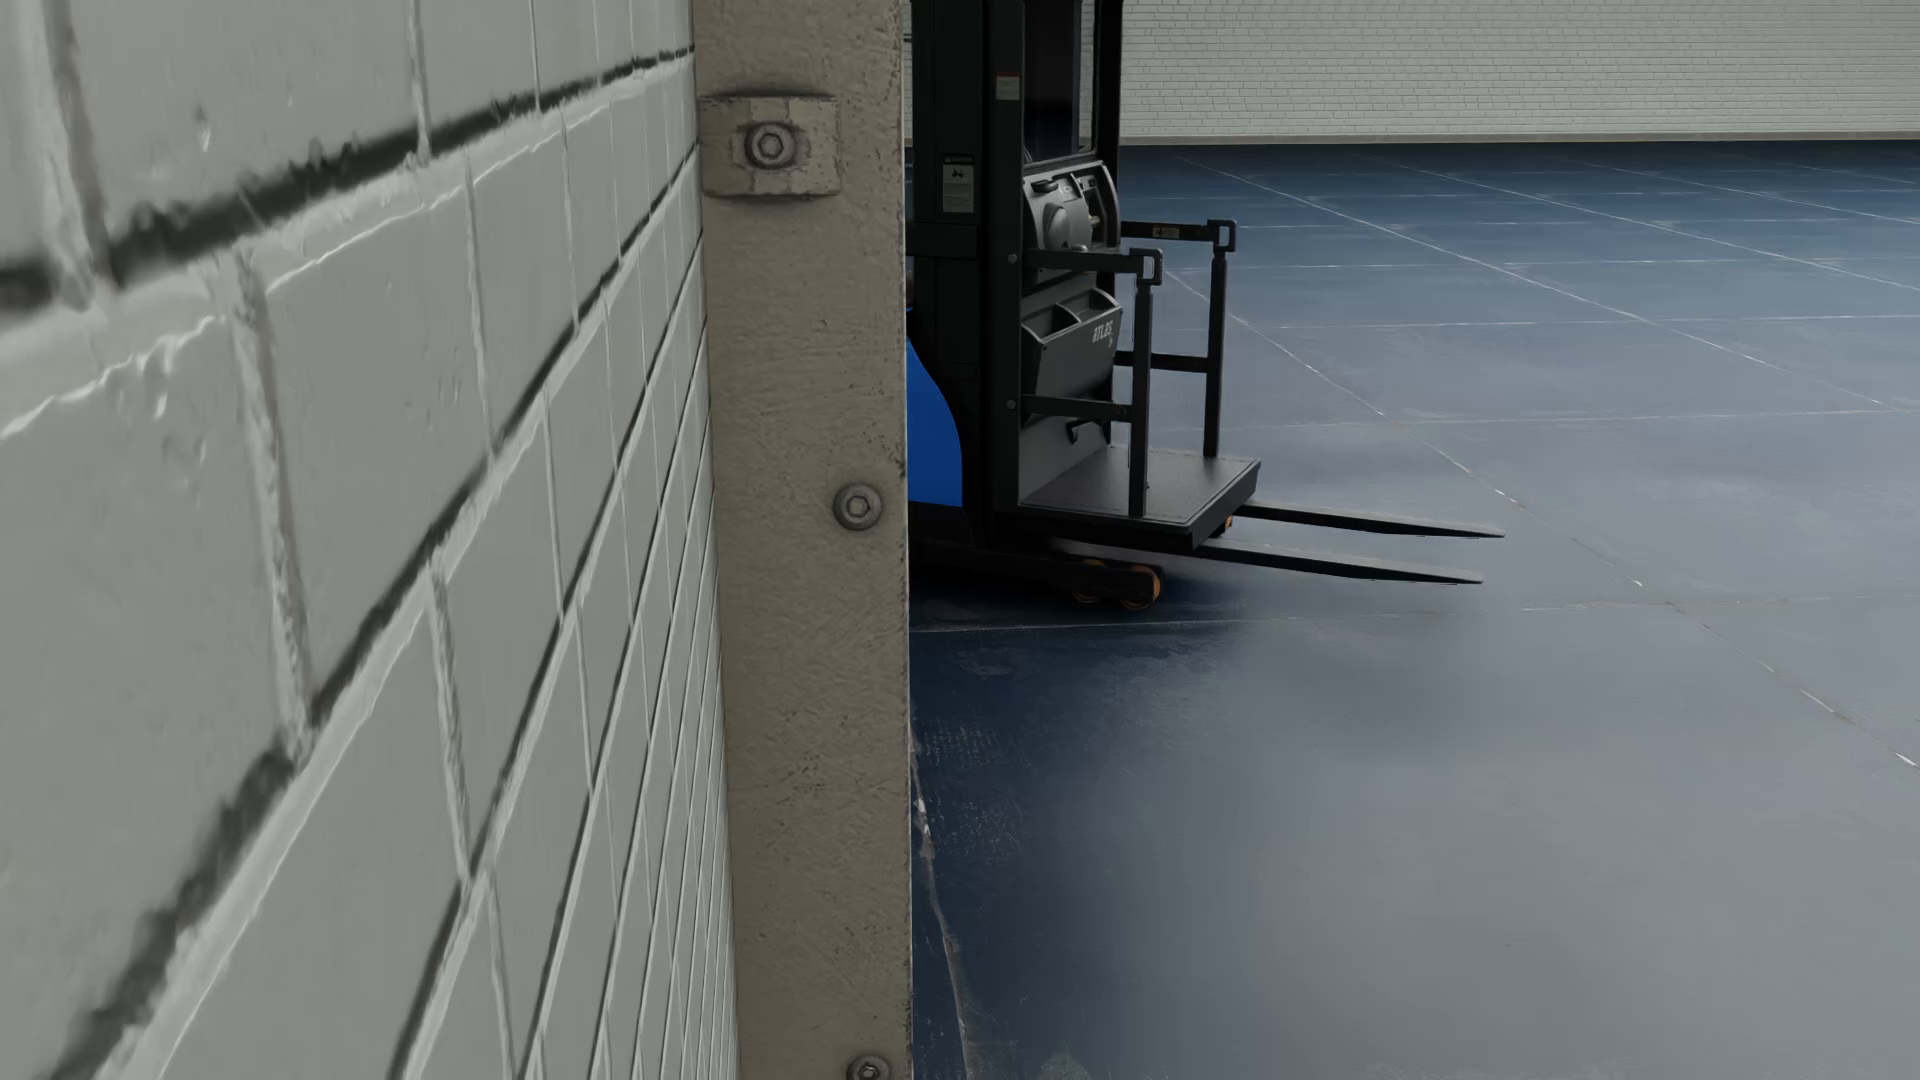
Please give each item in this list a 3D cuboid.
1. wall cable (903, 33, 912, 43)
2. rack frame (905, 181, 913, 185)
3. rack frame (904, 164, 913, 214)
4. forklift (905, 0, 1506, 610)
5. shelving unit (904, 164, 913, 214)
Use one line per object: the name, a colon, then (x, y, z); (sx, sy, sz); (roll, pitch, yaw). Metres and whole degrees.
wall cable: (-1.720, -9.638, 28.036); (3.097, 2.526, 0.112); (-2, 18, -6)
rack frame: (-0.318, -1.090, 8.145); (0.500, 1.500, 0.032); (0, 17, -1)
rack frame: (-0.333, -1.394, 9.115); (0.500, 1.500, 0.032); (0, 17, -1)
forklift: (0.628, -1.313, 6.467); (3.031, 2.935, 1.130); (8, 19, 23)
shelving unit: (-0.325, -1.239, 8.621); (0.587, 1.500, 1.083); (0, 17, -1)
